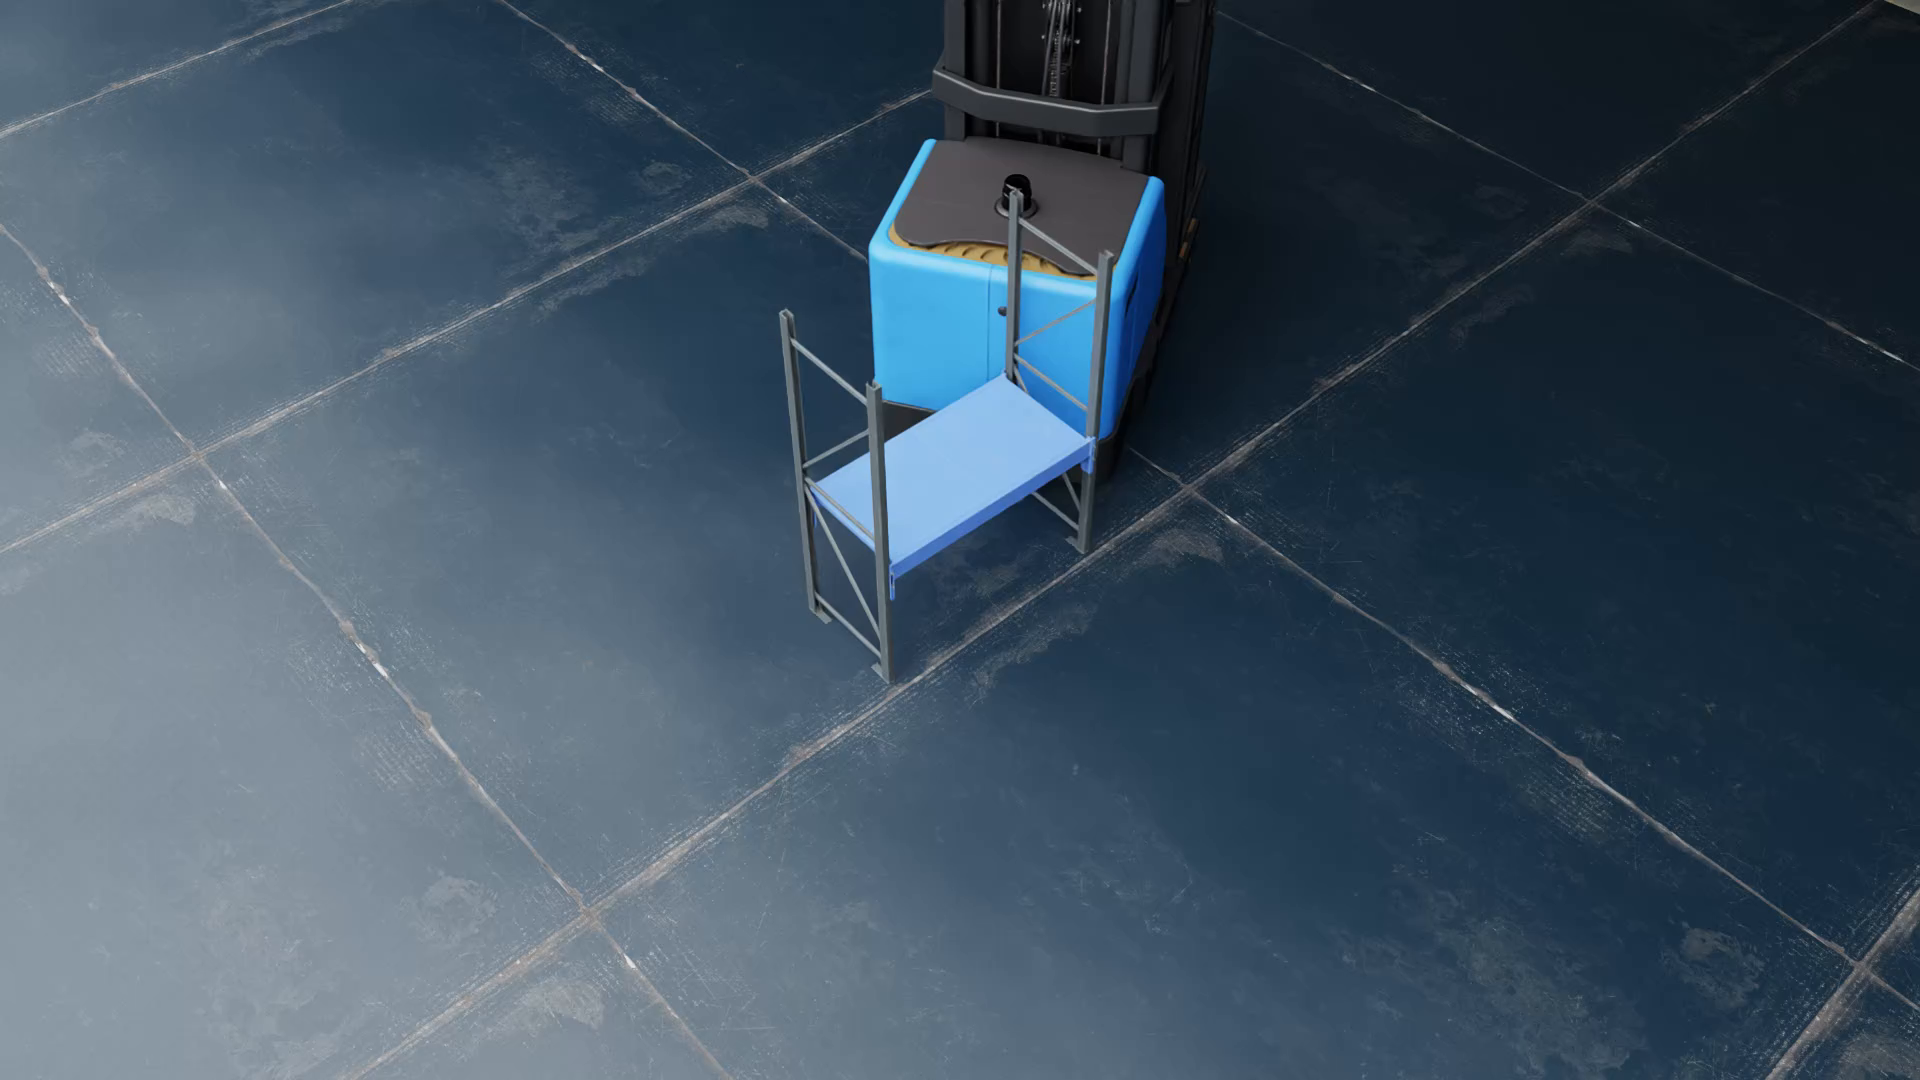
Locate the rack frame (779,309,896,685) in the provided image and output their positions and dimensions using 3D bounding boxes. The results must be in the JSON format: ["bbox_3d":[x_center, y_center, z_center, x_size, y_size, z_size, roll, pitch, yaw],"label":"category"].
[{"bbox_3d":[-0.419,-0.105,5.879,0.032,1.500,0.500,-32,55,-26],"label":"rack frame"}]

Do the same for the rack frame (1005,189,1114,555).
[{"bbox_3d":[0.351,-0.593,6.330,0.032,1.500,0.500,-32,55,-26],"label":"rack frame"}]

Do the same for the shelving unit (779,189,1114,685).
[{"bbox_3d":[-0.034,-0.349,6.105,1.048,1.500,0.538,-32,55,-26],"label":"shelving unit"}]

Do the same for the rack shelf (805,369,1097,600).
[{"bbox_3d":[-0.034,-0.227,6.237,1.000,0.185,0.538,-32,55,-26],"label":"rack shelf"}]

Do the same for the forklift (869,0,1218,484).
[{"bbox_3d":[0.537,-2.331,6.960,1.130,2.935,3.031,12,48,11],"label":"forklift"}]
